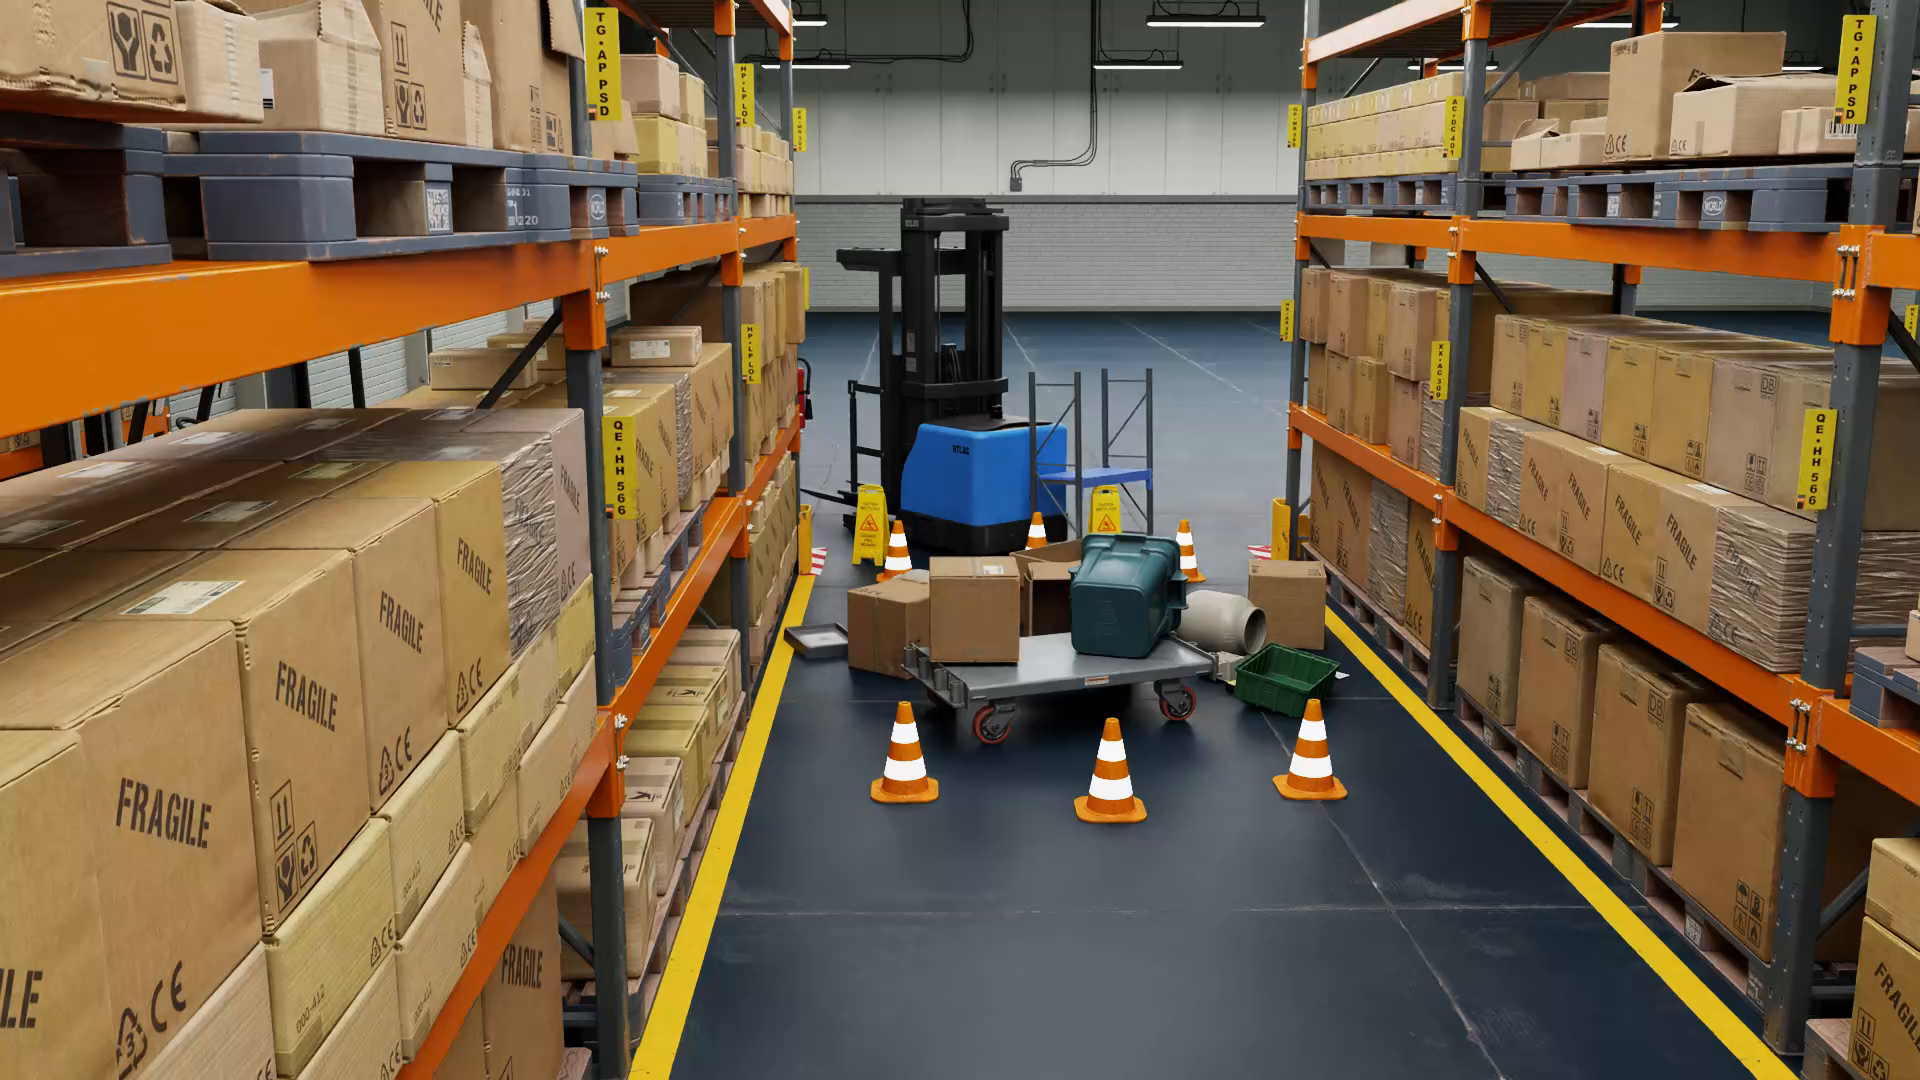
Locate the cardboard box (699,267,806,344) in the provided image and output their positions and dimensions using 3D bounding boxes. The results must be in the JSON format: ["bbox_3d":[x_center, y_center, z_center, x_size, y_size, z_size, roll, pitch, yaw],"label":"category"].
[{"bbox_3d":[-1.440,-1.628,11.523,0.700,0.500,0.500,0,11,-2],"label":"cardboard box"}]

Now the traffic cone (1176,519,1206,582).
[{"bbox_3d":[1.753,0.069,13.054,0.336,0.463,0.334,0,11,-1],"label":"traffic cone"}]

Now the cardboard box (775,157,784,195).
[{"bbox_3d":[-1.480,-2.484,11.342,0.500,0.250,0.500,0,11,0],"label":"cardboard box"}]

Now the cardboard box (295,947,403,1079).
[{"bbox_3d":[-1.289,0.921,2.854,0.500,0.250,0.500,0,11,-2],"label":"cardboard box"}]

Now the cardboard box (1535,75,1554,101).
[{"bbox_3d":[3.570,-2.607,9.641,0.380,0.149,0.250,0,11,-2],"label":"cardboard box"}]

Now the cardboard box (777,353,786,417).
[{"bbox_3d":[-1.486,-1.134,11.605,0.500,0.500,0.500,0,11,-1],"label":"cardboard box"}]

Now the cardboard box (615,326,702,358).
[{"bbox_3d":[-1.440,-0.941,7.964,0.380,0.149,0.250,-1,11,-3],"label":"cardboard box"}]

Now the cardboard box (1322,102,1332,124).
[{"bbox_3d":[2.860,-3.110,12.117,0.380,0.149,0.250,0,11,-2],"label":"cardboard box"}]

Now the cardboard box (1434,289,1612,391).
[{"bbox_3d":[3.271,-1.166,9.671,0.875,0.550,0.550,0,11,-1],"label":"cardboard box"}]

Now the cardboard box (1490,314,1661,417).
[{"bbox_3d":[3.261,-0.931,8.836,0.700,0.500,0.500,0,11,-2],"label":"cardboard box"}]

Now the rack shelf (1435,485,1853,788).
[{"bbox_3d":[3.286,0.260,7.543,1.077,0.370,4.000,0,11,-1],"label":"rack shelf"}]

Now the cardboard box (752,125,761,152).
[{"bbox_3d":[-1.392,-2.408,9.966,0.380,0.149,0.250,0,11,-2],"label":"cardboard box"}]

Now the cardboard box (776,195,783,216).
[{"bbox_3d":[-1.489,-2.420,12.030,0.380,0.149,0.250,0,11,1],"label":"cardboard box"}]

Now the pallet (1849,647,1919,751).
[{"bbox_3d":[3.448,0.540,4.835,1.213,0.211,1.003,0,11,-1],"label":"pallet"}]

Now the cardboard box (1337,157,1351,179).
[{"bbox_3d":[2.869,-2.617,11.694,0.380,0.149,0.250,0,11,-1],"label":"cardboard box"}]

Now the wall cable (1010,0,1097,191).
[{"bbox_3d":[2.499,-12.279,43.897,2.305,6.003,0.169,0,11,-1],"label":"wall cable"}]

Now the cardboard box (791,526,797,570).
[{"bbox_3d":[-1.499,0.061,12.573,0.500,0.250,0.500,0,11,-1],"label":"cardboard box"}]

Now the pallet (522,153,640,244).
[{"bbox_3d":[-1.553,-0.904,4.404,1.213,0.211,1.003,0,11,1],"label":"pallet"}]

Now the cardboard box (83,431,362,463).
[{"bbox_3d":[-1.834,0.004,4.230,0.500,0.500,0.500,0,11,-1],"label":"cardboard box"}]

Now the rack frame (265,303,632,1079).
[{"bbox_3d":[-1.620,0.345,5.313,1.000,3.000,0.127,0,11,-1],"label":"rack frame"}]

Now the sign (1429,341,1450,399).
[{"bbox_3d":[2.690,-0.951,9.325,0.100,0.325,0.005,0,11,-1],"label":"sign"}]

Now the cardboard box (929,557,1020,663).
[{"bbox_3d":[0.077,0.391,9.471,0.500,0.500,0.500,0,11,-1],"label":"cardboard box"}]

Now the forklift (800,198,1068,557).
[{"bbox_3d":[-0.394,-1.534,14.750,1.130,2.935,3.031,-9,15,-38],"label":"forklift"}]

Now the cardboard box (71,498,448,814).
[{"bbox_3d":[-1.322,0.209,3.217,0.500,0.500,0.500,0,11,-2],"label":"cardboard box"}]

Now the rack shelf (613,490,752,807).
[{"bbox_3d":[-1.661,0.300,7.344,1.077,0.370,4.000,0,11,-1],"label":"rack shelf"}]

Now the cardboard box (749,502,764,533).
[{"bbox_3d":[-1.387,-0.137,10.032,0.380,0.149,0.250,0,11,0],"label":"cardboard box"}]

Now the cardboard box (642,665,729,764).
[{"bbox_3d":[-1.671,0.879,8.233,0.950,0.372,0.625,0,11,2],"label":"cardboard box"}]

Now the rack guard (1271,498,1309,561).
[{"bbox_3d":[3.161,-0.065,13.623,1.175,0.500,0.348,0,11,-1],"label":"rack guard"}]

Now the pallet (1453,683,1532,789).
[{"bbox_3d":[3.336,1.029,8.954,1.003,0.211,1.213,0,11,-1],"label":"pallet"}]

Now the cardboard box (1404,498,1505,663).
[{"bbox_3d":[3.301,0.220,10.219,0.875,0.875,0.875,0,11,0],"label":"cardboard box"}]

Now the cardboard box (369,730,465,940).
[{"bbox_3d":[-1.300,0.576,3.296,0.500,0.250,0.500,-1,11,-3],"label":"cardboard box"}]

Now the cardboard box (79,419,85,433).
[{"bbox_3d":[-6.463,-0.971,11.550,0.500,0.500,0.500,0,11,-2],"label":"cardboard box"}]

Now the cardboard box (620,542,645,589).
[{"bbox_3d":[-1.372,0.086,6.165,0.380,0.149,0.250,-1,12,-5],"label":"cardboard box"}]

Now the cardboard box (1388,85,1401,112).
[{"bbox_3d":[2.896,-2.756,10.372,0.380,0.149,0.250,0,11,-1],"label":"cardboard box"}]

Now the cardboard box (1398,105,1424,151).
[{"bbox_3d":[2.967,-2.485,10.039,0.500,0.250,0.500,0,11,-1],"label":"cardboard box"}]

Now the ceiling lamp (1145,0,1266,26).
[{"bbox_3d":[4.151,-10.317,28.098,2.000,3.185,0.800,0,11,-1],"label":"ceiling lamp"}]

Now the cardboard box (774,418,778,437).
[{"bbox_3d":[-1.467,-0.794,11.563,0.380,0.149,0.250,0,11,-2],"label":"cardboard box"}]

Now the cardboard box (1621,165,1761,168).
[{"bbox_3d":[3.490,-1.897,7.891,0.500,0.250,0.500,0,11,-2],"label":"cardboard box"}]

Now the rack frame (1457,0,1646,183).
[{"bbox_3d":[3.244,-3.430,8.835,1.000,3.000,0.127,0,11,-1],"label":"rack frame"}]

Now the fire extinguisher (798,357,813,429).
[{"bbox_3d":[-1.327,-1.232,13.281,0.296,0.674,0.183,0,11,-1],"label":"fire extinguisher"}]

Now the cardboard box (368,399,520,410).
[{"bbox_3d":[-1.929,-0.247,6.178,0.500,0.500,0.500,0,11,-2],"label":"cardboard box"}]

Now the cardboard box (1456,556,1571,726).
[{"bbox_3d":[3.347,0.529,9.007,1.050,0.750,0.750,0,11,-1],"label":"cardboard box"}]

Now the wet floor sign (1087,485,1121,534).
[{"bbox_3d":[1.182,-0.129,13.573,0.267,0.644,0.232,-2,12,-11],"label":"wet floor sign"}]

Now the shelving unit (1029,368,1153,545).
[{"bbox_3d":[1.101,-0.658,13.823,0.538,1.500,1.048,5,9,40],"label":"shelving unit"}]

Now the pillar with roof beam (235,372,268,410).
[{"bbox_3d":[-3.454,-5.232,17.716,9.100,9.000,0.400,0,11,-1],"label":"pillar with roof beam"}]

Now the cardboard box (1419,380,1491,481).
[{"bbox_3d":[3.225,-0.637,9.778,0.875,0.550,0.550,0,11,-1],"label":"cardboard box"}]

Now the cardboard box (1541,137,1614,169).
[{"bbox_3d":[3.018,-1.885,8.085,0.250,0.149,0.380,0,11,-1],"label":"cardboard box"}]

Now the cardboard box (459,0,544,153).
[{"bbox_3d":[-1.409,-1.184,3.997,0.700,0.500,0.500,-1,11,-4],"label":"cardboard box"}]

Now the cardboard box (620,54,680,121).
[{"bbox_3d":[-1.520,-1.980,7.293,0.500,0.250,0.500,0,11,0],"label":"cardboard box"}]

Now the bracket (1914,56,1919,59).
[{"bbox_3d":[22.946,-11.283,38.487,0.076,0.066,4.783,0,11,-1],"label":"bracket"}]

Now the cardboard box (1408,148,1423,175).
[{"bbox_3d":[2.905,-2.265,9.957,0.380,0.149,0.250,0,11,0],"label":"cardboard box"}]

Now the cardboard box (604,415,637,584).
[{"bbox_3d":[-1.398,-0.146,5.677,0.500,0.500,0.500,-1,11,-3],"label":"cardboard box"}]

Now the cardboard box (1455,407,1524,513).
[{"bbox_3d":[2.986,-0.434,8.901,0.500,0.500,0.500,0,11,-1],"label":"cardboard box"}]

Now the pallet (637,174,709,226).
[{"bbox_3d":[-1.772,-1.499,7.329,1.213,0.211,1.003,0,11,-1],"label":"pallet"}]
